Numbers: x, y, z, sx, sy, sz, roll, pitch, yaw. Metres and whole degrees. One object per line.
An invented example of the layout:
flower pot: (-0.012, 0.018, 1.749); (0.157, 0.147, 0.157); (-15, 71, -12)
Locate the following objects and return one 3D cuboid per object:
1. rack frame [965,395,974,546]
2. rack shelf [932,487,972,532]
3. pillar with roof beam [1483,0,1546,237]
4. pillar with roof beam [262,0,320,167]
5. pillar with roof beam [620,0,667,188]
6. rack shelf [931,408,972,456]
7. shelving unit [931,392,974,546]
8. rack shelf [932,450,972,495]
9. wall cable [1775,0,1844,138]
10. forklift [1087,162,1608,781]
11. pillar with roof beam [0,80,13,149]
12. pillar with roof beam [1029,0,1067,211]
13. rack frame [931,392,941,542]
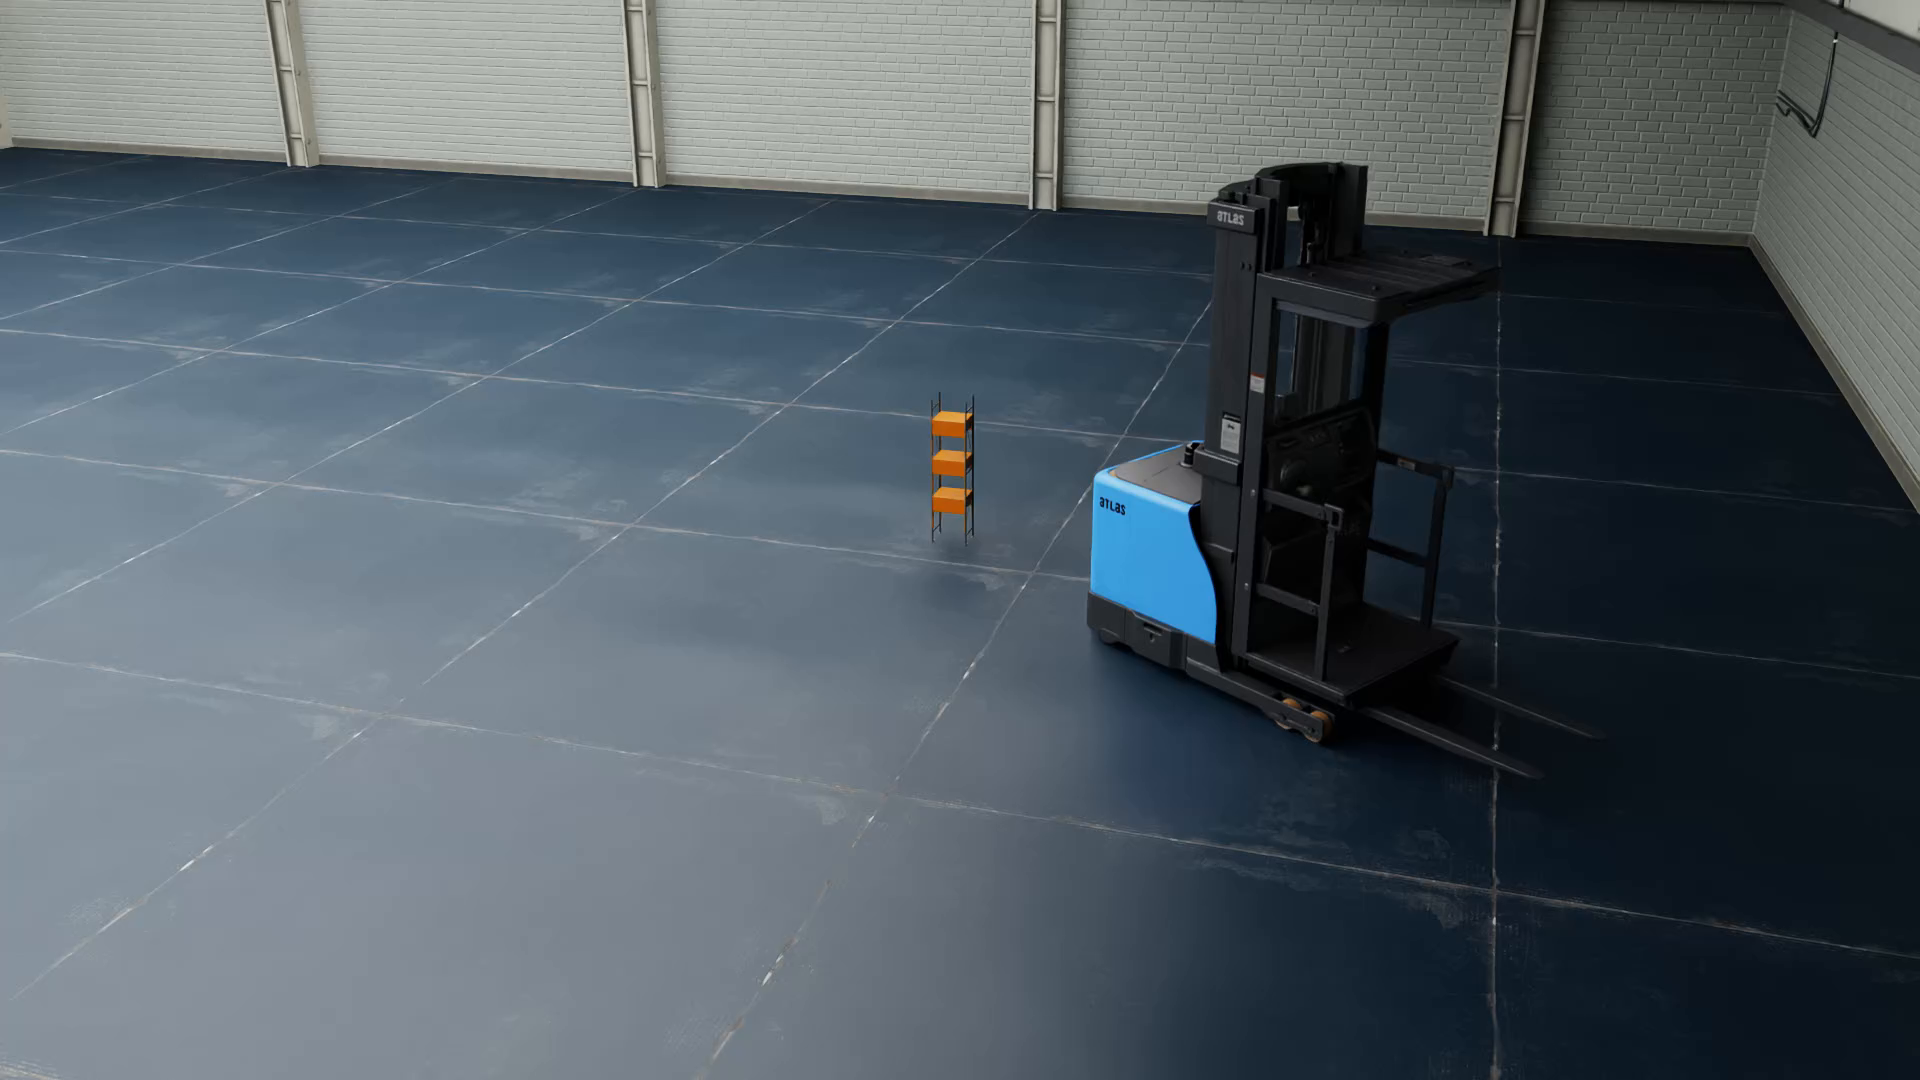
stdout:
rack frame: (0.066, -0.478, 11.552); (0.008, 1.050, 0.200); (7, 23, 15)
rack shelf: (-0.051, -0.225, 11.695); (0.240, 0.259, 0.215); (7, 23, 15)
pillar with roof beam: (5.677, -6.524, 15.818); (0.400, 9.000, 9.100); (7, 23, 16)
pillar with roof beam: (-11.555, -8.497, 20.628); (0.400, 9.000, 9.100); (7, 23, 16)
pillar with roof beam: (-5.811, -7.840, 19.025); (0.400, 9.000, 9.100); (7, 23, 16)
rack shelf: (-0.051, -0.744, 11.481); (0.240, 0.259, 0.215); (7, 23, 15)
shelving unit: (-0.051, -0.492, 11.585); (0.252, 1.050, 0.215); (7, 23, 15)
rack shelf: (-0.051, -0.482, 11.589); (0.240, 0.259, 0.215); (7, 23, 15)
wall cable: (9.359, -5.848, 18.261); (0.112, 2.526, 3.097); (7, 23, 16)
forklift: (2.137, -0.471, 9.055); (1.130, 2.935, 3.031); (-19, 29, -38)
pillar with roof beam: (-17.299, -9.155, 22.232); (0.400, 9.000, 9.100); (7, 23, 16)
pillar with roof beam: (-0.067, -7.182, 17.421); (0.400, 9.000, 9.100); (7, 23, 16)
rack frame: (-0.168, -0.505, 11.618); (0.008, 1.050, 0.200); (7, 23, 15)
